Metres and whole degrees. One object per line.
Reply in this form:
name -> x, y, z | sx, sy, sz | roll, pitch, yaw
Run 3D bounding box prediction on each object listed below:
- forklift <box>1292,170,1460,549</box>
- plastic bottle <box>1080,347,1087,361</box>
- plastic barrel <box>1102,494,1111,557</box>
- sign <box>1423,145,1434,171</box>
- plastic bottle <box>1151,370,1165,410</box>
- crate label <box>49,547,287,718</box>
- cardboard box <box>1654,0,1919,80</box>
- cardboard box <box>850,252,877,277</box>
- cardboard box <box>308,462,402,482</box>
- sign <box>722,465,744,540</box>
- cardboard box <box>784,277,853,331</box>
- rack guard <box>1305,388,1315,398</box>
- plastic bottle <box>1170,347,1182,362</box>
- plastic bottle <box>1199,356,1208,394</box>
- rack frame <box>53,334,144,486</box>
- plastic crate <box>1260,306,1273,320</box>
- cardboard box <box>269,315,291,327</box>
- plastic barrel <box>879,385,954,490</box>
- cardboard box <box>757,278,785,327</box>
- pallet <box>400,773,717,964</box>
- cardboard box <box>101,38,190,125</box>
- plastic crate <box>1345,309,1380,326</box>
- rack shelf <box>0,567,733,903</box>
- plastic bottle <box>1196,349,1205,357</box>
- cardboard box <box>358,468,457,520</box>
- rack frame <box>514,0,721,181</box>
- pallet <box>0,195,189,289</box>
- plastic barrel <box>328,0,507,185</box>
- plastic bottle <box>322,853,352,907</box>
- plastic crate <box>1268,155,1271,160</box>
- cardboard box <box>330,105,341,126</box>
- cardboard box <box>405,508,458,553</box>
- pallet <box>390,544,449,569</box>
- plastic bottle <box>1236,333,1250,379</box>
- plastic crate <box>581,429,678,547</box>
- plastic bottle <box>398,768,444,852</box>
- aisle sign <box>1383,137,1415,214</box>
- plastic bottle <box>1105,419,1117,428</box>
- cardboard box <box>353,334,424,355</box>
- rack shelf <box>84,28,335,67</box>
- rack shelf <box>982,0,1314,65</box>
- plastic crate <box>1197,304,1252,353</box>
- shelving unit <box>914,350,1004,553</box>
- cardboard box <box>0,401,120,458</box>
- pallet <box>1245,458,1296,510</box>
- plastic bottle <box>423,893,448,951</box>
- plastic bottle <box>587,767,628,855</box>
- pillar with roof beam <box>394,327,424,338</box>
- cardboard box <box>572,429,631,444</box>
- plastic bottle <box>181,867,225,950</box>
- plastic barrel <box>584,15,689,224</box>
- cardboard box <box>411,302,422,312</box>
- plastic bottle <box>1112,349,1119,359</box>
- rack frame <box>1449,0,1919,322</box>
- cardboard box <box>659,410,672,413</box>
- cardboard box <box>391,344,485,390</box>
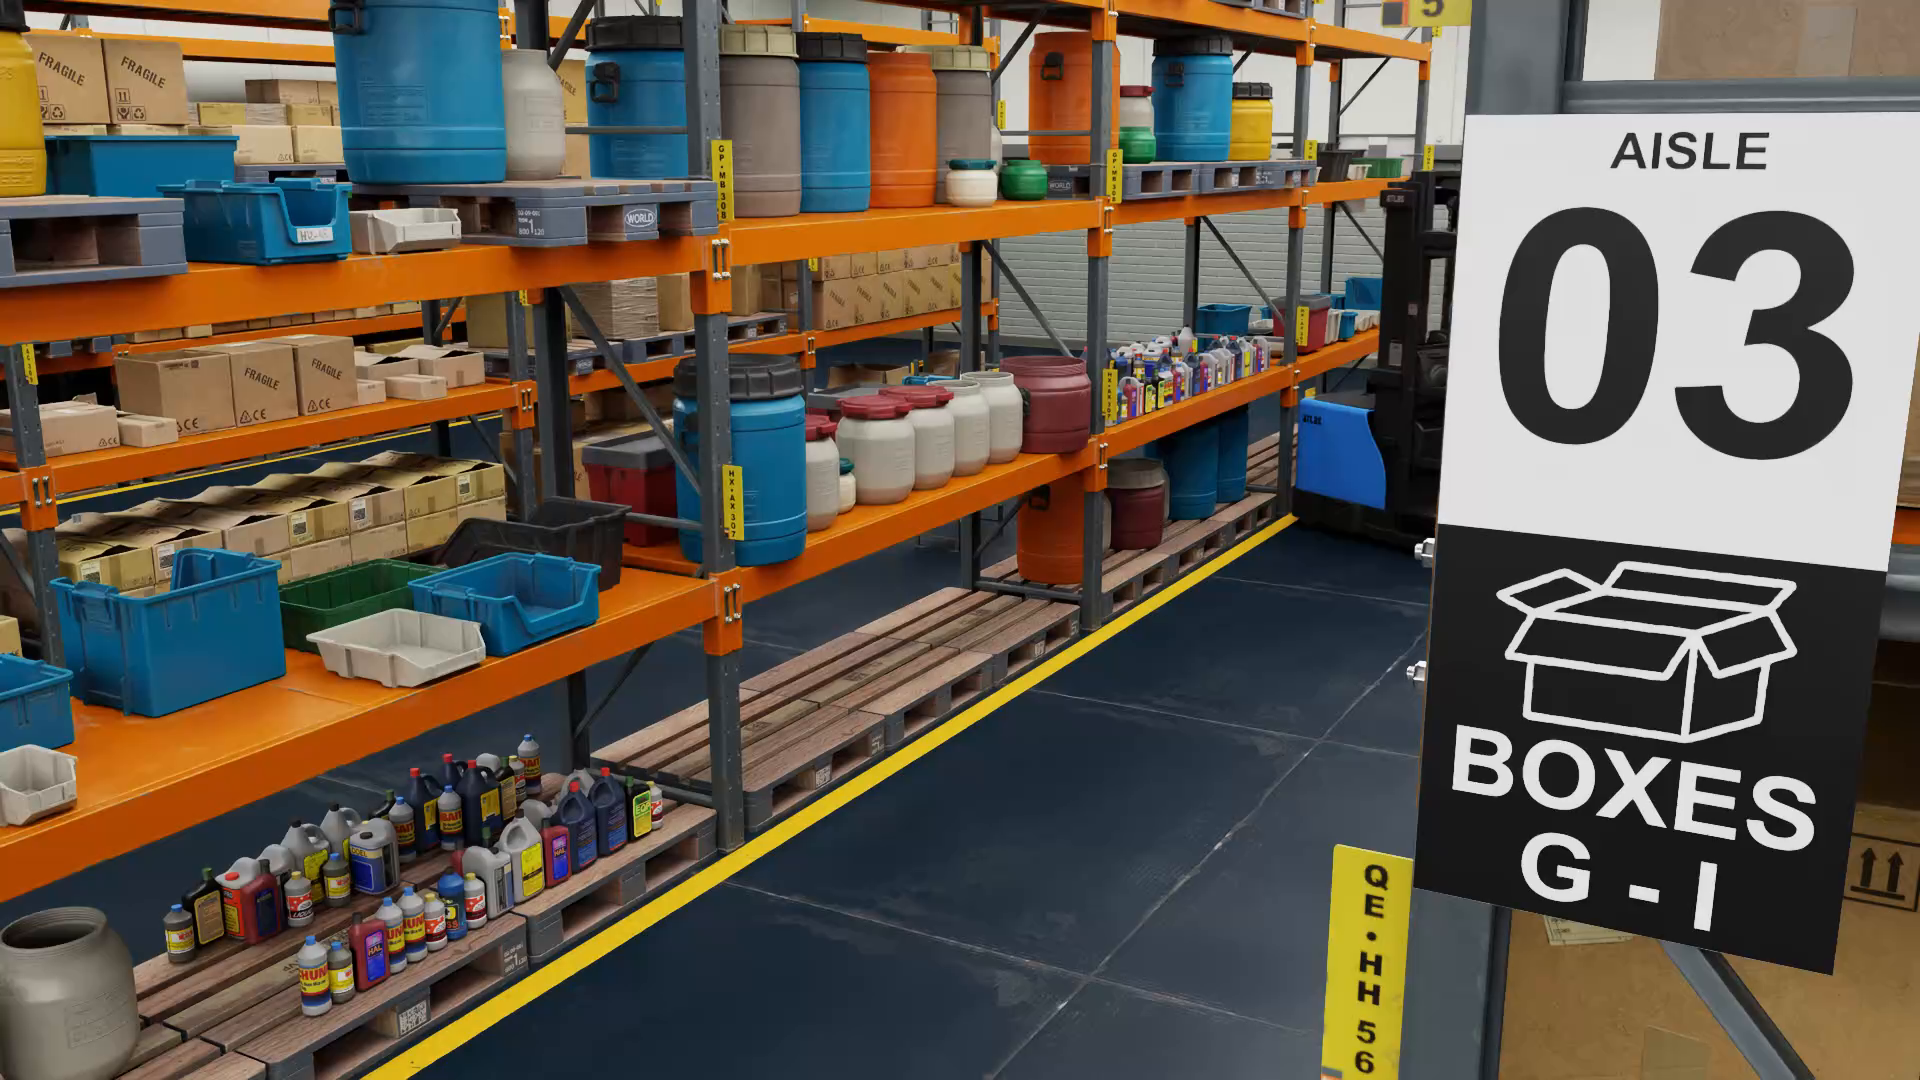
forklift -> 4.042, -1.341, 12.842 | 1.130, 2.935, 3.031 | -9, 16, -32
plastic bottle -> 0.962, -1.282, 12.557 | 0.144, 0.351, 0.185 | 7, 15, 28
plastic barrel -> 0.890, -0.135, 12.108 | 0.421, 0.512, 0.421 | 0, 14, 0
sign -> 4.830, -3.902, 17.142 | 0.100, 0.325, 0.005 | 7, 15, 28
plastic bottle -> 1.406, -1.073, 11.831 | 0.061, 0.283, 0.133 | 7, 15, 28
crate label -> -2.741, 0.303, 5.800 | 0.502, 0.435, 0.616 | 7, 15, 28
cardboard box -> 1.470, -0.951, 2.764 | 0.500, 0.500, 0.500 | 7, 15, 28
cardboard box -> -1.204, -3.001, 17.233 | 0.500, 0.500, 0.500 | 7, 15, 26
cardboard box -> -4.617, -0.432, 12.698 | 0.500, 0.311, 0.500 | 7, 15, 27
sign -> -0.984, -0.162, 7.214 | 0.100, 0.325, 0.005 | 7, 15, 28
cardboard box -> -1.442, -2.417, 16.947 | 0.500, 0.500, 0.500 | 8, 16, 30
rack guard -> 4.341, -1.345, 18.046 | 1.175, 0.500, 0.348 | 7, 15, 28
plastic bottle -> 1.791, -1.499, 13.777 | 0.097, 0.201, 0.097 | 0, 14, 0
plastic bottle -> 1.830, -1.253, 12.579 | 0.061, 0.283, 0.133 | 7, 15, 28
rack frame -> -8.199, -2.035, 15.574 | 1.000, 3.000, 0.127 | 7, 15, 28
plastic crate -> 3.152, -2.157, 16.308 | 0.416, 0.233, 0.300 | 7, 15, 28
cardboard box -> -7.105, -2.280, 17.083 | 0.380, 0.149, 0.250 | 7, 15, 28
plastic barrel -> -0.242, -0.569, 9.202 | 0.433, 0.535, 0.433 | 0, 14, 0
cardboard box -> -1.910, -2.475, 17.188 | 0.500, 0.500, 0.500 | 8, 16, 29
pallet -> -1.821, 1.397, 7.289 | 1.003, 0.211, 1.213 | 7, 15, 28
cardboard box -> -5.207, -2.849, 10.376 | 0.500, 0.500, 0.500 | 9, 16, 33
plastic crate -> 4.105, -2.267, 16.971 | 0.396, 0.136, 0.243 | 7, 15, 28
rack shelf -> -2.427, 0.668, 5.897 | 1.077, 0.370, 4.000 | 7, 15, 28
plastic bottle -> 1.896, -1.357, 13.038 | 0.097, 0.271, 0.097 | 0, 14, 0
cardboard box -> -4.144, -0.372, 12.450 | 0.500, 0.311, 0.500 | 7, 15, 27
rack frame -> -1.460, -3.008, 6.811 | 1.000, 3.000, 0.127 | 7, 15, 28
pallet -> -2.908, -0.796, 4.439 | 1.003, 0.211, 1.213 | 7, 15, 28
plastic barrel -> -2.035, -1.806, 6.258 | 0.600, 0.901, 0.708 | 7, 15, 28
plastic bottle -> -2.473, 1.342, 6.599 | 0.097, 0.201, 0.097 | 0, 14, 0
plastic crate -> 2.568, -3.333, 14.915 | 0.416, 0.233, 0.300 | 7, 15, 28
cardboard box -> -6.787, -4.408, 17.866 | 0.700, 0.500, 0.500 | 6, 15, 25
cardboard box -> -4.148, -0.100, 12.520 | 0.500, 0.250, 0.500 | 7, 15, 27
pallet -> -4.293, 0.046, 12.894 | 1.003, 0.211, 1.213 | 7, 15, 28
plastic bottle -> 2.249, -1.484, 13.392 | 0.144, 0.351, 0.185 | 7, 15, 28
plastic crate -> -1.494, -0.257, 8.063 | 0.402, 0.464, 0.583 | 7, 15, 28
plastic bottle -> -2.305, 1.139, 7.121 | 0.144, 0.351, 0.185 | 7, 15, 26
aisle sign -> 4.632, -3.799, 17.345 | 0.394, 0.787, 0.004 | 7, 15, 28
plastic bottle -> 0.966, -0.904, 11.149 | 0.152, 0.276, 0.135 | 7, 15, 28
cardboard box -> -6.466, -1.867, 18.567 | 0.750, 0.750, 0.750 | 8, 15, 29
rack shelf -> -7.232, -4.818, 16.704 | 1.077, 0.370, 4.000 | 7, 15, 28
rack shelf -> 1.440, -3.695, 12.049 | 1.077, 0.370, 4.000 | 7, 15, 28
plastic crate -> 2.334, -1.889, 14.875 | 0.392, 0.384, 0.575 | 7, 15, 28
shelving unit -> -0.003, -0.728, 13.352 | 0.431, 1.500, 0.755 | 7, 15, 28
cardboard box -> -5.595, -0.687, 10.303 | 0.500, 0.250, 0.500 | 9, 16, 32
pallet -> 2.729, -0.533, 15.293 | 1.003, 0.211, 1.213 | 7, 15, 28
plastic bottle -> -1.983, 1.427, 6.244 | 0.097, 0.201, 0.097 | 0, 14, 0
plastic bottle -> -1.519, 1.147, 7.090 | 0.144, 0.351, 0.185 | 7, 15, 27
pillar with roof beam -> -2.915, -5.526, 17.254 | 9.100, 9.000, 0.400 | 7, 15, 28
cardboard box -> -3.142, -0.642, 14.192 | 0.500, 0.500, 0.500 | 7, 15, 26
plastic bottle -> -2.849, 1.383, 6.254 | 0.061, 0.283, 0.133 | 8, 16, 29
plastic barrel -> -1.404, -1.923, 7.639 | 0.600, 0.901, 0.708 | 7, 15, 28
cardboard box -> -6.181, -2.642, 18.585 | 0.380, 0.149, 0.250 | 8, 15, 29
plastic bottle -> 1.210, -1.361, 13.051 | 0.097, 0.271, 0.097 | 0, 14, 0
rack frame -> 0.942, -1.626, 1.080 | 1.000, 3.000, 0.127 | 7, 15, 28
cardboard box -> -2.870, -1.010, 15.717 | 0.500, 0.500, 0.500 | 8, 15, 29
cardboard box -> -4.075, -1.361, 12.971 | 0.500, 0.311, 0.500 | 9, 16, 32
